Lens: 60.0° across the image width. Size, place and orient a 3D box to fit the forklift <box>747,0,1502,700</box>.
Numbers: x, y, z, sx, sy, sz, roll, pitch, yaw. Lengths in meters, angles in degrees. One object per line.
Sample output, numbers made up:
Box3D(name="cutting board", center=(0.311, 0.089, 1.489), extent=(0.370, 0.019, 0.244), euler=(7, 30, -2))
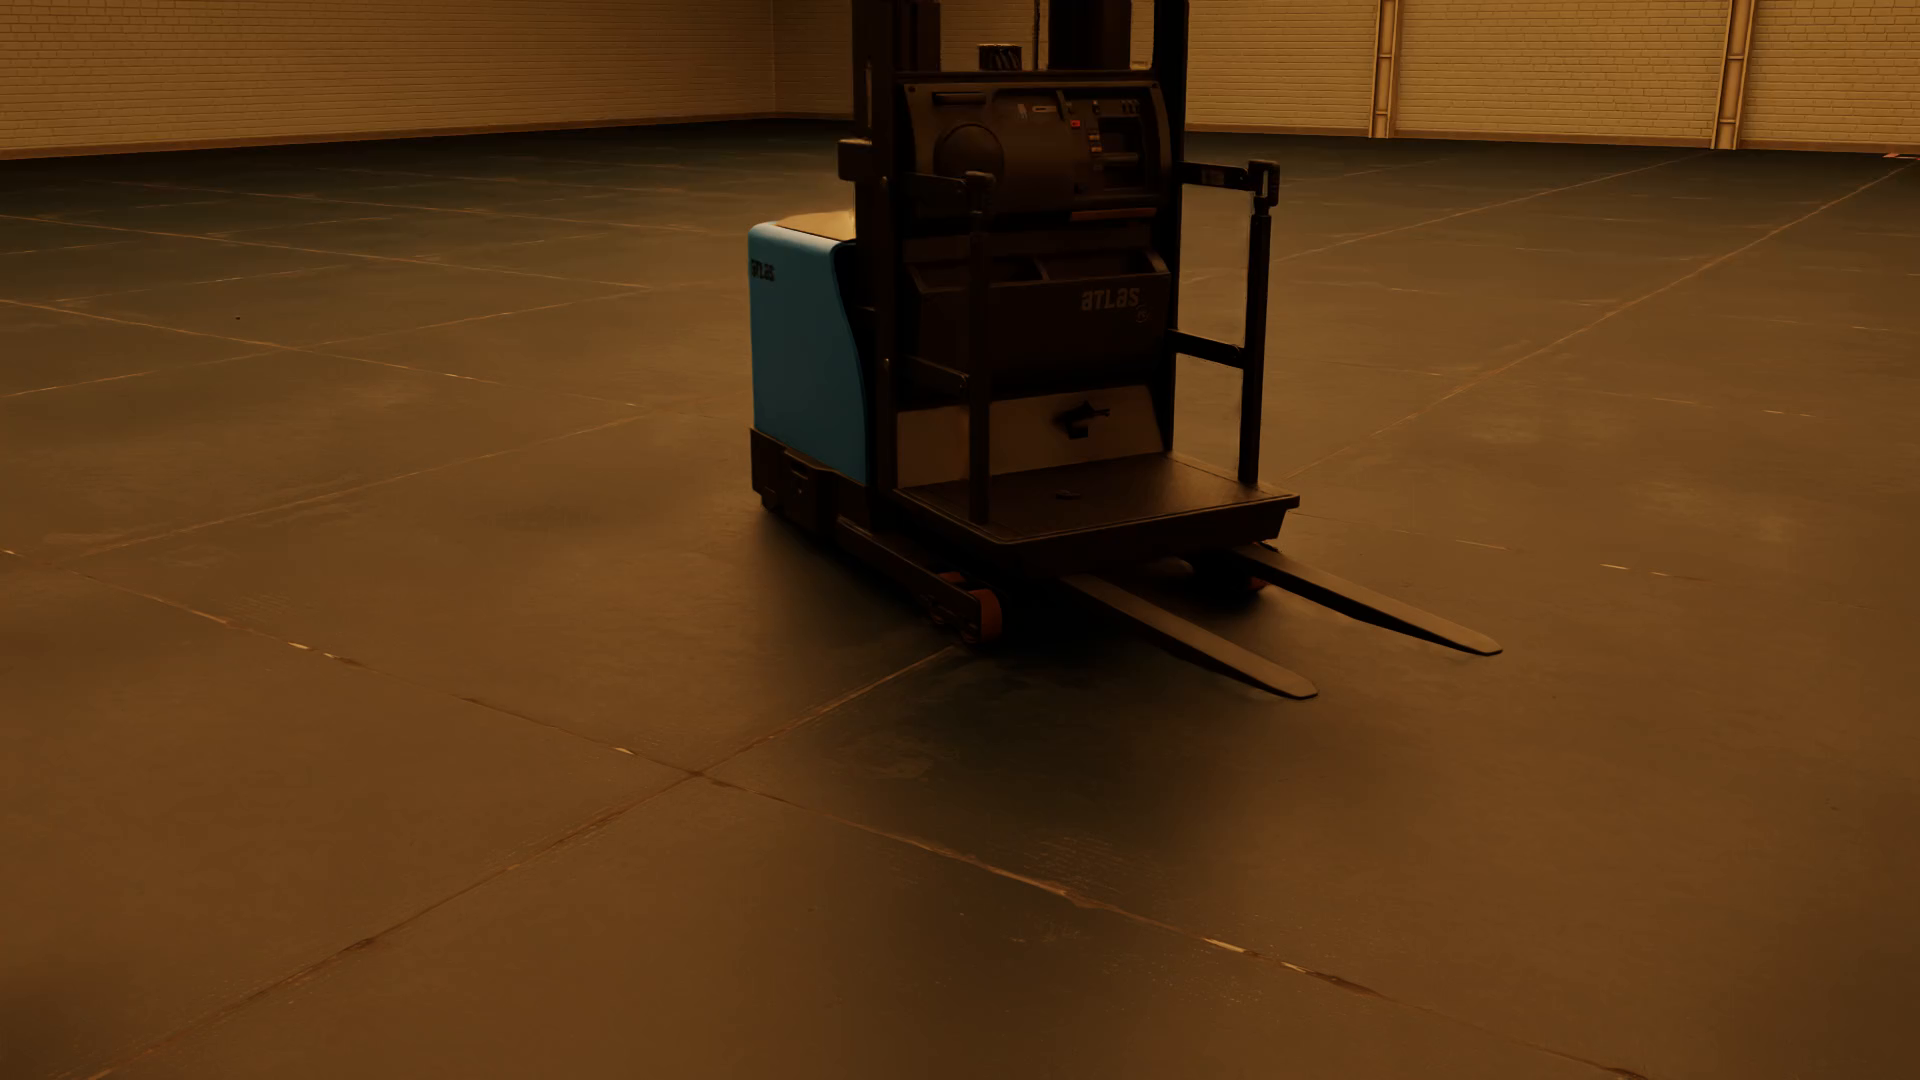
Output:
Box3D(name="forklift", center=(0.357, -1.243, 4.989), extent=(1.130, 2.935, 3.031), euler=(-9, 19, -28))
